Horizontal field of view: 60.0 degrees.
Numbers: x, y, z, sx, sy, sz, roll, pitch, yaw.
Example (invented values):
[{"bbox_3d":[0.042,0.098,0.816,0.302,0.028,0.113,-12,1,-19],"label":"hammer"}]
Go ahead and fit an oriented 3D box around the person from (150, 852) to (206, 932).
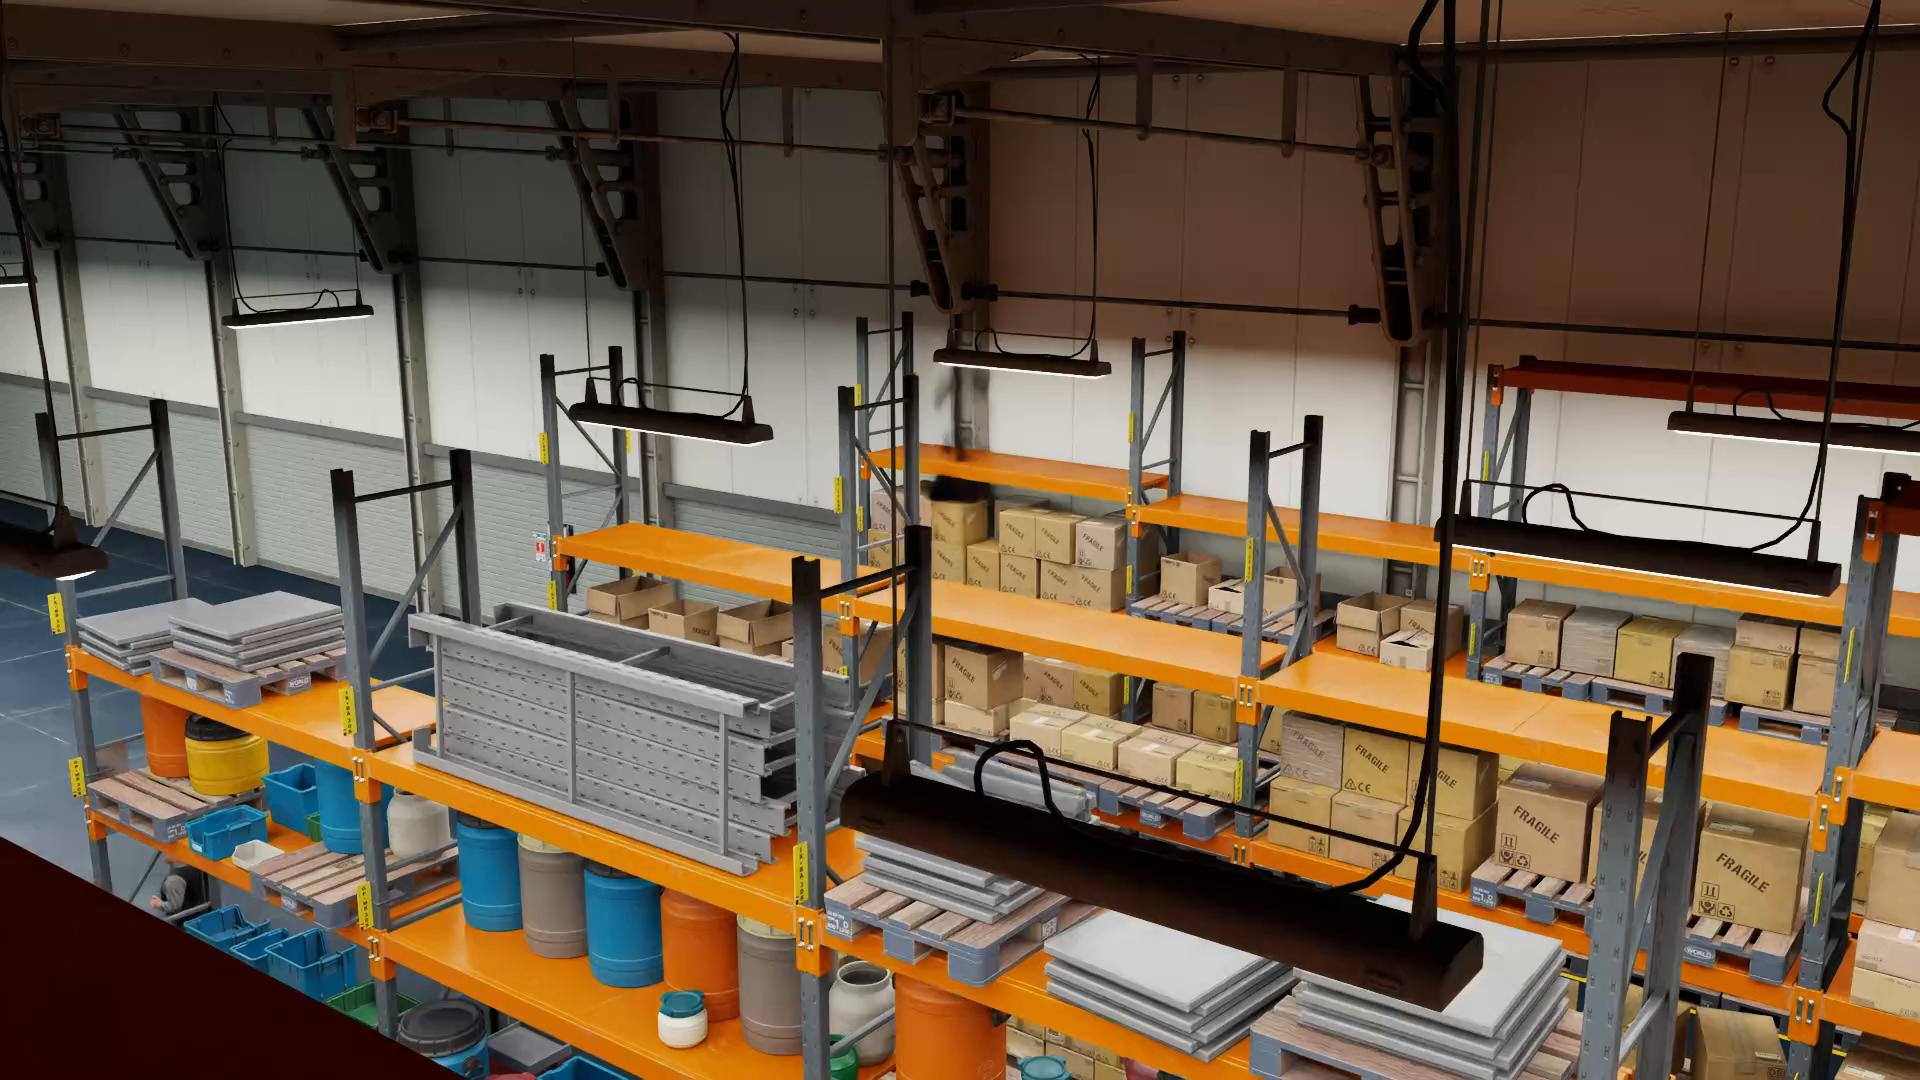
[{"bbox_3d":[-7.321,3.637,15.837,0.906,1.723,0.679,-1,13,-6],"label":"person"}]
